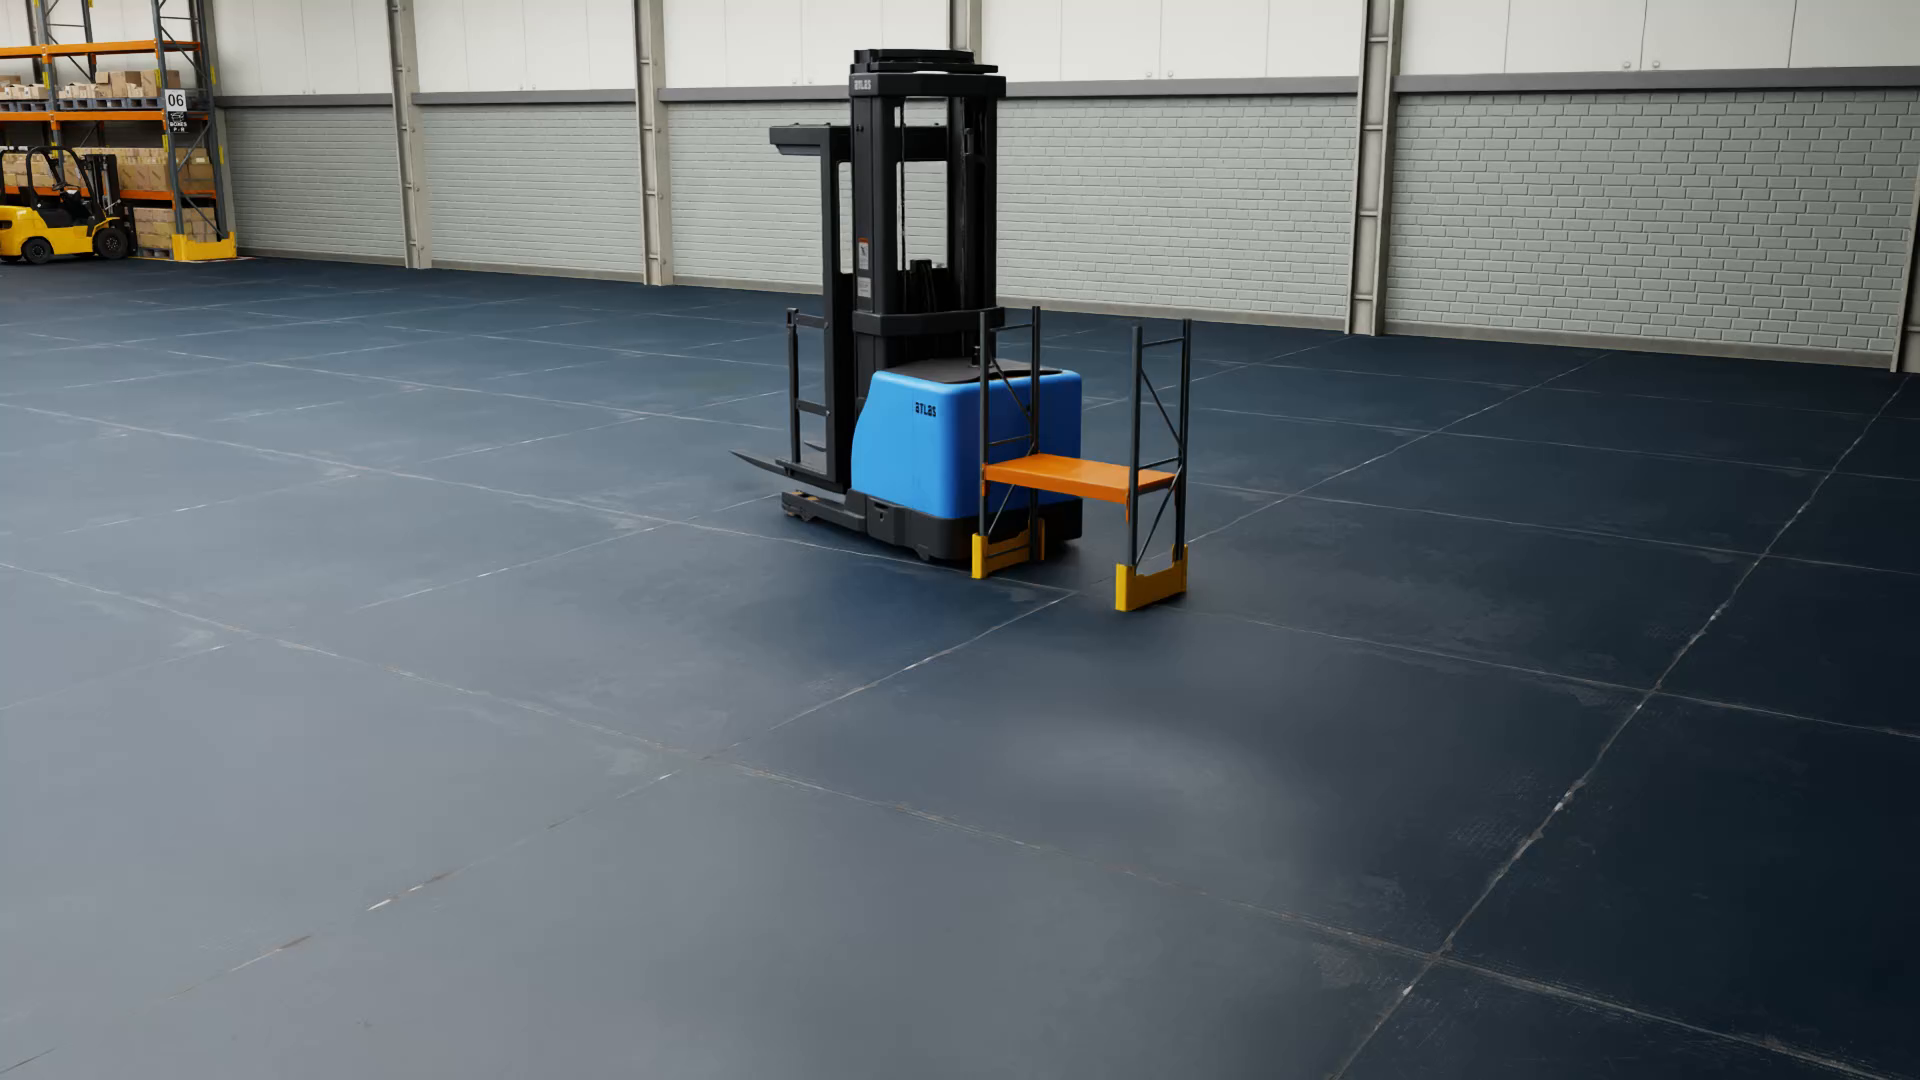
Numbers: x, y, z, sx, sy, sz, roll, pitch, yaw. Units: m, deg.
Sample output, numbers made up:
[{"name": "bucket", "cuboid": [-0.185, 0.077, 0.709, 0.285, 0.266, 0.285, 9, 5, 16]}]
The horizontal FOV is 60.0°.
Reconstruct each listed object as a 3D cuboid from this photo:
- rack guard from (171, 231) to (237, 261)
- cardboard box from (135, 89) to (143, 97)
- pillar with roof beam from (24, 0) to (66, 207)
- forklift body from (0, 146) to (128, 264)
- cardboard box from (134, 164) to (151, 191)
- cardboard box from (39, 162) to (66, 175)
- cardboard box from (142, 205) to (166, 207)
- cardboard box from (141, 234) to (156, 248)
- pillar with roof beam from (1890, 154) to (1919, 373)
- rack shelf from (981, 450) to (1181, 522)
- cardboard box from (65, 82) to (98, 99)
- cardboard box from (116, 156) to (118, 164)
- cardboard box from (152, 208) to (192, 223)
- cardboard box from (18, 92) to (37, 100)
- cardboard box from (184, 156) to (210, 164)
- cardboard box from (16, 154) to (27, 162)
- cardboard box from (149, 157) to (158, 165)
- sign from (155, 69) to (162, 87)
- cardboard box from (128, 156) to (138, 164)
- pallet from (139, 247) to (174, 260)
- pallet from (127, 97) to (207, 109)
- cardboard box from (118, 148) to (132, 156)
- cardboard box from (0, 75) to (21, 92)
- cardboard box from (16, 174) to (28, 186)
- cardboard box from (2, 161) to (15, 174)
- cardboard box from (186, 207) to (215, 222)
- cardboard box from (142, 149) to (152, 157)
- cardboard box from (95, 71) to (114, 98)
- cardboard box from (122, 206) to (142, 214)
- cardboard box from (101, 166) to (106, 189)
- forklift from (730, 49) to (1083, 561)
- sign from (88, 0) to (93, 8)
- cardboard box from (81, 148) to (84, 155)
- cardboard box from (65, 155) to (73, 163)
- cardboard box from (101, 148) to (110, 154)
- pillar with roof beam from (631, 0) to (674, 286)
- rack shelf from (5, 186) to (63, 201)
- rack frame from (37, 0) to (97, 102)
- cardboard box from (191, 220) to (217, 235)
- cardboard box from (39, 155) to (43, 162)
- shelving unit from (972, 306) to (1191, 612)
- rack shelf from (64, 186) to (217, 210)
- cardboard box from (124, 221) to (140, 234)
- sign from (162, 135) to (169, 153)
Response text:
[{"name": "rack guard", "cuboid": [-14.787, -5.758, 32.544, 0.348, 0.500, 1.175, 9, 17, 33]}, {"name": "cardboard box", "cuboid": [-15.663, -8.612, 32.068, 0.250, 0.149, 0.380, 9, 16, 31]}, {"name": "pillar with roof beam", "cuboid": [-22.262, -10.106, 32.421, 0.400, 9.000, 9.100, 9, 17, 33]}, {"name": "forklift body", "cuboid": [-17.398, -6.453, 31.916, 1.214, 2.155, 2.313, 9, 17, 33]}, {"name": "cardboard box", "cuboid": [-15.787, -7.108, 32.588, 0.500, 0.500, 0.500, 10, 17, 35]}, {"name": "cardboard box", "cuboid": [-18.676, -7.696, 34.441, 0.500, 0.250, 0.500, 9, 16, 32]}, {"name": "cardboard box", "cuboid": [-16.347, -6.637, 33.659, 0.500, 0.250, 0.500, 9, 16, 32]}, {"name": "cardboard box", "cuboid": [-15.780, -5.912, 32.813, 0.500, 0.250, 0.500, 9, 17, 33]}, {"name": "pillar with roof beam", "cuboid": [7.609, -5.278, 12.918, 0.400, 9.000, 9.100, 9, 17, 33]}, {"name": "rack shelf", "cuboid": [0.669, -0.307, 9.193, 1.000, 0.185, 0.538, 12, 18, 39]}, {"name": "cardboard box", "cuboid": [-17.571, -9.016, 33.364, 0.500, 0.311, 0.500, 10, 17, 34]}, {"name": "cardboard box", "cuboid": [-16.736, -7.568, 33.095, 0.250, 0.149, 0.380, 9, 16, 32]}, {"name": "cardboard box", "cuboid": [-15.363, -6.329, 32.414, 0.500, 0.250, 0.500, 10, 17, 35]}, {"name": "cardboard box", "cuboid": [-19.208, -9.185, 34.382, 0.250, 0.149, 0.380, 9, 17, 33]}, {"name": "cardboard box", "cuboid": [-14.943, -7.435, 32.559, 0.250, 0.149, 0.380, 9, 16, 31]}, {"name": "cardboard box", "cuboid": [-19.610, -8.042, 35.008, 0.250, 0.149, 0.380, 9, 17, 33]}, {"name": "cardboard box", "cuboid": [-15.479, -7.357, 32.243, 0.250, 0.149, 0.380, 9, 17, 34]}, {"name": "sign", "cuboid": [-15.121, -8.716, 31.369, 0.005, 0.325, 0.100, 9, 17, 33]}, {"name": "cardboard box", "cuboid": [-16.108, -7.466, 32.683, 0.250, 0.149, 0.380, 9, 16, 31]}, {"name": "pallet", "cuboid": [-15.464, -5.715, 32.972, 1.213, 0.211, 1.003, 9, 17, 33]}, {"name": "pallet", "cuboid": [-15.379, -8.488, 32.310, 1.213, 0.211, 1.003, 9, 17, 33]}, {"name": "cardboard box", "cuboid": [-16.336, -7.640, 32.765, 0.250, 0.149, 0.380, 10, 17, 34]}, {"name": "cardboard box", "cuboid": [-20.135, -9.522, 35.015, 0.500, 0.500, 0.500, 10, 17, 34]}, {"name": "cardboard box", "cuboid": [-19.505, -7.593, 35.065, 0.500, 0.250, 0.500, 9, 17, 33]}, {"name": "cardboard box", "cuboid": [-19.936, -7.905, 35.284, 0.500, 0.250, 0.500, 9, 17, 34]}, {"name": "cardboard box", "cuboid": [-15.100, -6.431, 32.829, 0.500, 0.250, 0.500, 9, 16, 32]}, {"name": "cardboard box", "cuboid": [-15.676, -7.545, 32.383, 0.250, 0.149, 0.380, 10, 17, 34]}, {"name": "cardboard box", "cuboid": [-16.568, -8.987, 32.848, 0.637, 0.503, 0.797, 10, 17, 35]}, {"name": "cardboard box", "cuboid": [-16.630, -6.531, 33.232, 0.500, 0.250, 0.500, 9, 16, 32]}, {"name": "cardboard box", "cuboid": [-17.041, -7.314, 33.418, 0.500, 0.500, 0.500, 9, 17, 32]}, {"name": "forklift", "cuboid": [-0.516, -1.599, 10.683, 1.130, 2.935, 3.031, -10, 17, -34]}, {"name": "sign", "cuboid": [-17.795, -11.061, 34.005, 0.005, 0.325, 0.100, 9, 17, 33]}, {"name": "cardboard box", "cuboid": [-17.543, -7.868, 33.686, 0.250, 0.149, 0.380, 9, 16, 32]}, {"name": "cardboard box", "cuboid": [-18.008, -7.779, 33.949, 0.250, 0.149, 0.380, 9, 16, 32]}, {"name": "cardboard box", "cuboid": [-16.913, -7.760, 33.252, 0.250, 0.149, 0.380, 9, 17, 33]}, {"name": "pillar with roof beam", "cuboid": [-7.327, -7.692, 22.670, 0.400, 9.000, 9.100, 9, 17, 33]}, {"name": "rack shelf", "cuboid": [-19.785, -7.430, 35.593, 4.000, 0.370, 1.077, 9, 17, 33]}, {"name": "rack frame", "cuboid": [-18.126, -10.423, 33.702, 0.127, 3.000, 1.000, 9, 17, 33]}, {"name": "cardboard box", "cuboid": [-15.081, -6.191, 32.898, 0.500, 0.250, 0.500, 10, 17, 34]}, {"name": "cardboard box", "cuboid": [-18.931, -7.950, 34.640, 0.250, 0.149, 0.380, 9, 17, 33]}, {"name": "shelving unit", "cuboid": [0.662, -0.484, 9.155, 1.083, 1.500, 0.587, 12, 18, 39]}, {"name": "rack shelf", "cuboid": [-16.466, -6.894, 33.426, 4.000, 0.370, 1.077, 9, 17, 33]}, {"name": "cardboard box", "cuboid": [-16.235, -6.224, 33.031, 0.500, 0.250, 0.500, 9, 16, 32]}, {"name": "sign", "cuboid": [-15.121, -7.545, 31.659, 0.005, 0.325, 0.100, 9, 17, 33]}]
